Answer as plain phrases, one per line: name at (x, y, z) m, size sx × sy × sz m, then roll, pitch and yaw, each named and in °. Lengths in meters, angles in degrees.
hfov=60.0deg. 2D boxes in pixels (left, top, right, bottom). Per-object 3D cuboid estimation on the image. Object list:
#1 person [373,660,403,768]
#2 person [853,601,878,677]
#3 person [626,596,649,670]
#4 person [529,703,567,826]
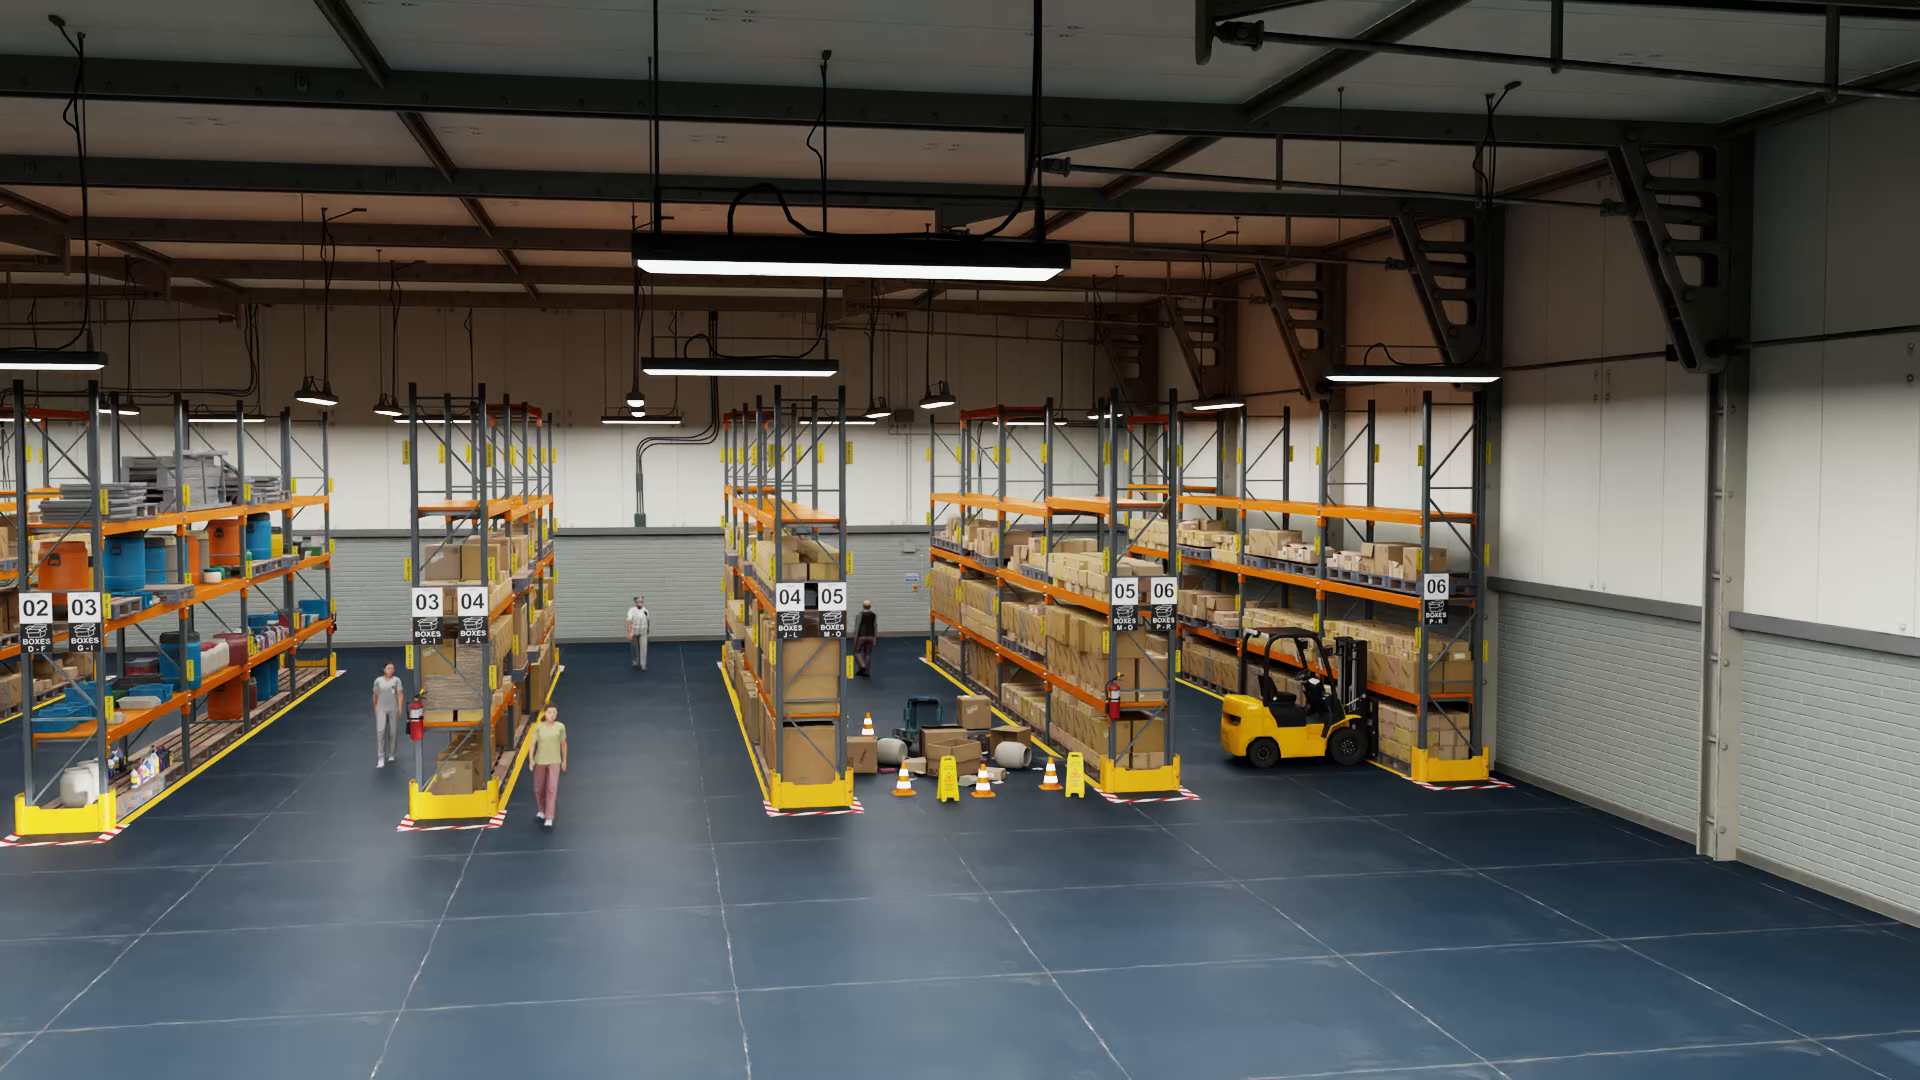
person at (-9.293, 2.817, 27.053) m, size 0.463 × 1.677 × 0.740 m, roll -1°, pitch 3°, yaw -23°
person at (-2.120, 2.235, 37.562) m, size 0.570 × 1.712 × 0.464 m, roll -1°, pitch 3°, yaw -24°
person at (-7.539, 2.160, 38.920) m, size 0.526 × 1.714 × 1.099 m, roll -1°, pitch 3°, yaw -13°
person at (-5.589, 3.033, 22.548) m, size 0.502 × 1.622 × 0.946 m, roll -1°, pitch 3°, yaw -13°
